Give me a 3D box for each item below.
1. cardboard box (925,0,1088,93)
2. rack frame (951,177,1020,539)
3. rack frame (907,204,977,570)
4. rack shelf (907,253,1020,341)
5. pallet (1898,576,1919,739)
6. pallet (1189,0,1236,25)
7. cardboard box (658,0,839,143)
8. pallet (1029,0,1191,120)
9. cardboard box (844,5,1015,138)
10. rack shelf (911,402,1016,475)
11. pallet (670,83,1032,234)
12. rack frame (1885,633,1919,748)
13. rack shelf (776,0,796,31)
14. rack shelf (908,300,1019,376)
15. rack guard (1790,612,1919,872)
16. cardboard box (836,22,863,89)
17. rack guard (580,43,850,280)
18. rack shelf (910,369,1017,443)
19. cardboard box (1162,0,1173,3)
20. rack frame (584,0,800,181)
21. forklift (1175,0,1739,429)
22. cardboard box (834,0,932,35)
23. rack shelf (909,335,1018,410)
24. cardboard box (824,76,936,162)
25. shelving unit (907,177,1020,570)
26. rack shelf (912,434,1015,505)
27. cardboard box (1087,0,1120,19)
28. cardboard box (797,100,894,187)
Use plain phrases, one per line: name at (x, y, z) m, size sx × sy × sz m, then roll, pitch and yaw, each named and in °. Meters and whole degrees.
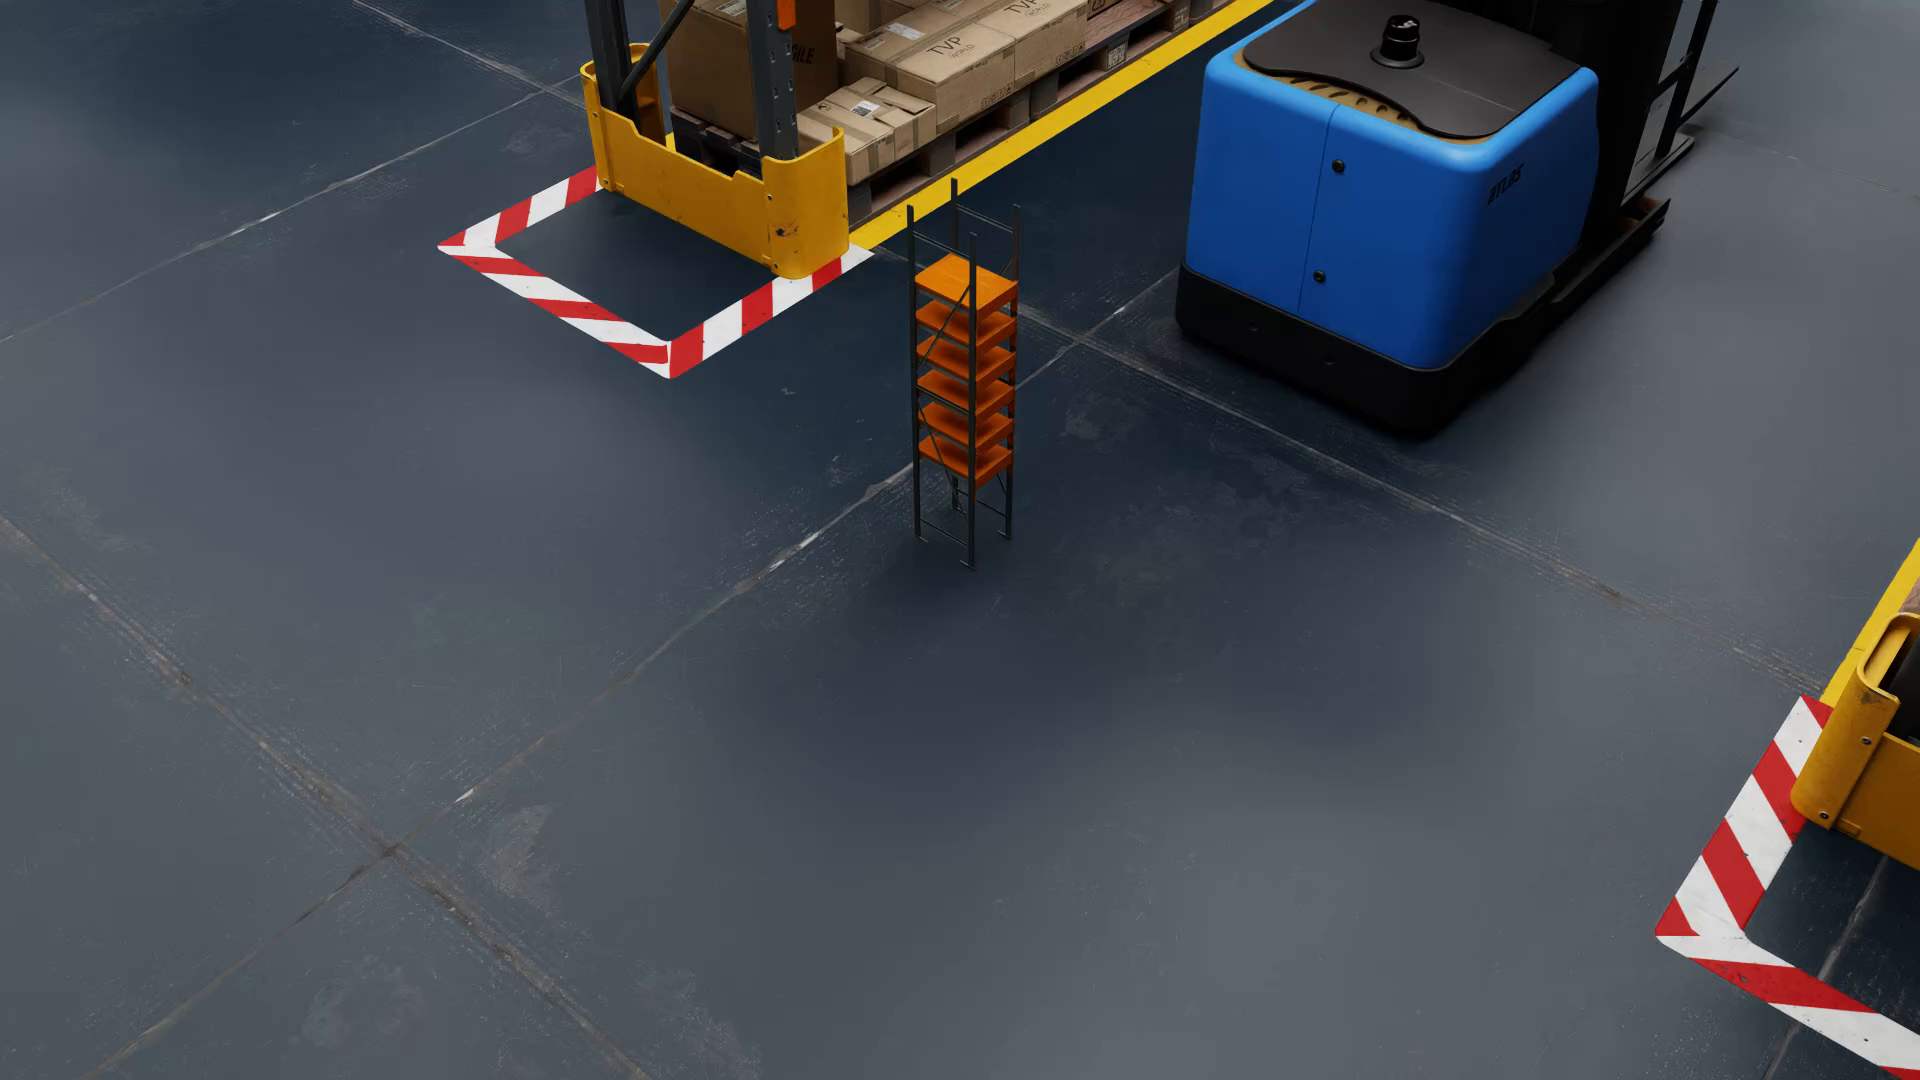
cardboard box at (0.198, -2.204, 7.161) m, size 0.500 × 0.250 × 0.500 m, roll 29°, pitch 50°, yaw 28°
rack frame at (0.068, -0.498, 4.906) m, size 0.240 × 1.200 × 0.006 m, roll 29°, pitch 50°, yaw 28°
rack frame at (-0.050, -0.404, 4.803) m, size 0.240 × 1.200 × 0.006 m, roll 29°, pitch 50°, yaw 28°
rack shelf at (0.009, -0.685, 4.642) m, size 0.258 × 0.103 × 0.180 m, roll 29°, pitch 50°, yaw 28°
pallet at (3.236, 0.343, 4.716) m, size 1.003 × 0.211 × 1.213 m, roll 29°, pitch 50°, yaw 28°
pallet at (1.119, -3.061, 8.459) m, size 1.003 × 0.211 × 1.213 m, roll 29°, pitch 50°, yaw 28°
cardboard box at (-0.851, -2.011, 6.763) m, size 0.500 × 0.500 × 0.500 m, roll 29°, pitch 50°, yaw 28°
pallet at (0.334, -2.430, 7.765) m, size 1.003 × 0.211 × 1.213 m, roll 29°, pitch 50°, yaw 28°
cardboard box at (-0.123, -1.946, 6.877) m, size 0.500 × 0.250 × 0.500 m, roll 29°, pitch 50°, yaw 28°
rack shelf at (0.009, -0.330, 4.965) m, size 0.258 × 0.103 × 0.180 m, roll 29°, pitch 50°, yaw 28°
pallet at (-0.451, -1.804, 7.078) m, size 1.003 × 0.211 × 1.213 m, roll 29°, pitch 50°, yaw 28°
rack frame at (2.782, -0.243, 3.288) m, size 1.000 × 3.000 × 0.127 m, roll 29°, pitch 50°, yaw 28°
rack shelf at (0.275, -3.150, 7.019) m, size 1.077 × 0.370 × 4.000 m, roll 29°, pitch 50°, yaw 28°
rack shelf at (0.009, -0.596, 4.723) m, size 0.258 × 0.103 × 0.180 m, roll 29°, pitch 50°, yaw 28°
rack guard at (2.766, 0.694, 4.115) m, size 1.175 × 0.500 × 0.348 m, roll 29°, pitch 50°, yaw 28°
cardboard box at (-0.521, -2.057, 7.061) m, size 0.380 × 0.166 × 0.250 m, roll 29°, pitch 50°, yaw 28°
rack guard at (-0.963, -1.500, 6.528) m, size 1.175 × 0.500 × 0.348 m, roll 29°, pitch 50°, yaw 28°
rack shelf at (0.009, -0.419, 4.884) m, size 0.258 × 0.103 × 0.180 m, roll 29°, pitch 50°, yaw 28°
cardboard box at (0.930, -2.811, 7.784) m, size 0.500 × 0.311 × 0.500 m, roll 29°, pitch 50°, yaw 28°
rack frame at (-1.012, -2.386, 5.644) m, size 1.000 × 3.000 × 0.127 m, roll 29°, pitch 50°, yaw 28°
forklift at (2.126, -2.370, 5.678) m, size 1.130 × 2.935 × 3.031 m, roll 30°, pitch 50°, yaw 29°
cardboard box at (-0.217, -2.394, 7.370) m, size 0.500 × 0.250 × 0.500 m, roll 29°, pitch 50°, yaw 28°
rack shelf at (0.009, -0.507, 4.804) m, size 0.258 × 0.103 × 0.180 m, roll 29°, pitch 50°, yaw 28°
cardboard box at (-0.319, -1.696, 6.665) m, size 0.380 × 0.166 × 0.250 m, roll 29°, pitch 50°, yaw 28°
shelving unit at (0.009, -0.451, 4.855) m, size 0.258 × 1.200 × 0.189 m, roll 29°, pitch 50°, yaw 28°
rack shelf at (0.009, -0.241, 5.046) m, size 0.258 × 0.103 × 0.180 m, roll 29°, pitch 50°, yaw 28°
cardboard box at (0.357, -2.715, 7.535) m, size 0.797 × 0.503 × 0.637 m, roll 29°, pitch 50°, yaw 28°
cardboard box at (-0.480, -1.561, 6.529) m, size 0.380 × 0.149 × 0.250 m, roll 29°, pitch 50°, yaw 28°
